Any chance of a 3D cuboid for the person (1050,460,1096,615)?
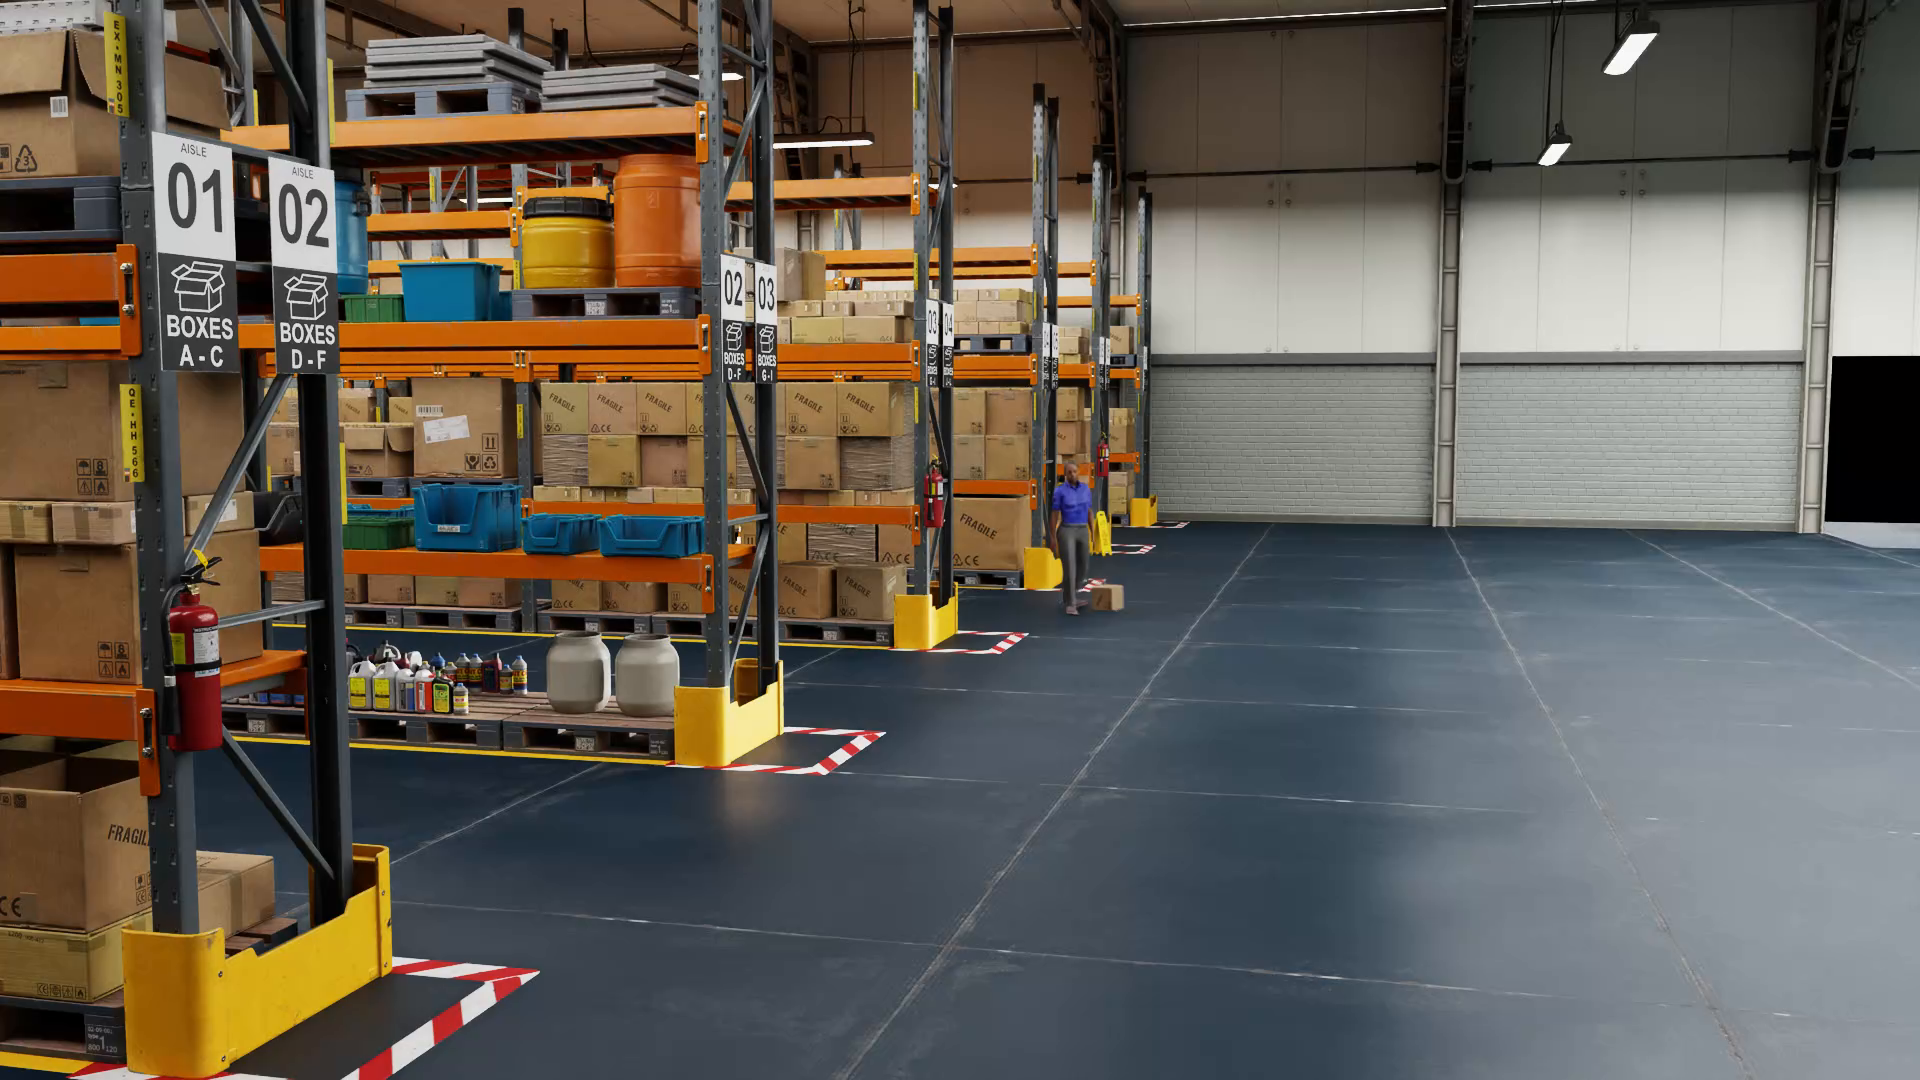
[{"bbox_3d":[1.196,-0.041,17.859,0.525,1.647,0.570,-2,5,-21],"label":"person"}]
